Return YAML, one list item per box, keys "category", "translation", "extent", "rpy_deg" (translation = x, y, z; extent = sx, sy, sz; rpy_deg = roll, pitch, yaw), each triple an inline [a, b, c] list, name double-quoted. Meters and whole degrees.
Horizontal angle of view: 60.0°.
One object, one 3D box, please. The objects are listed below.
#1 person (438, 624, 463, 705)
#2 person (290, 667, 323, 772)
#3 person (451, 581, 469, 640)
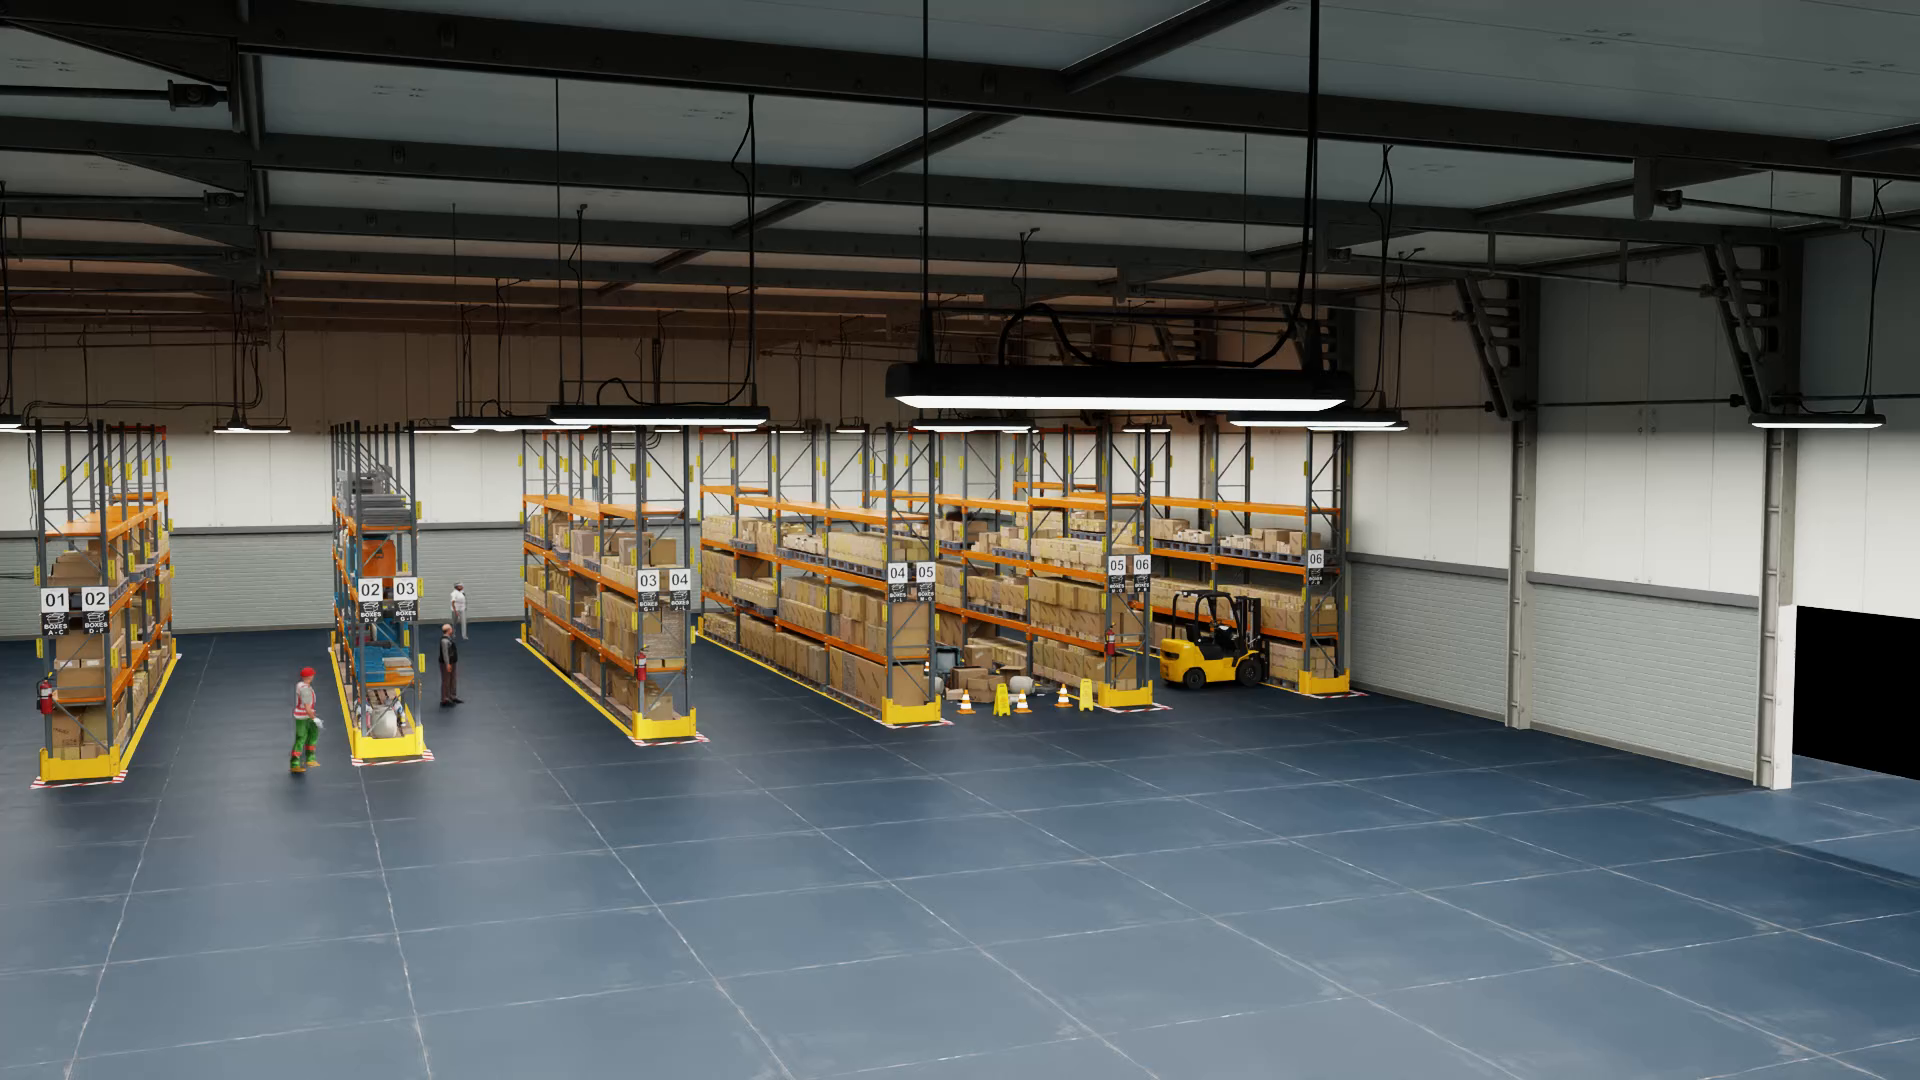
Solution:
- category: "person"
  translation: [-10.901, 2.652, 35.480]
  extent: [0.421, 1.724, 0.592]
  rpy_deg: [0, 4, 7]
- category: "person"
  translation: [-11.192, 3.068, 28.517]
  extent: [0.558, 1.806, 0.655]
  rpy_deg: [-1, 4, -16]
- category: "person"
  translation: [-14.060, 1.974, 46.653]
  extent: [0.426, 1.644, 0.984]
  rpy_deg: [-2, 4, -31]
